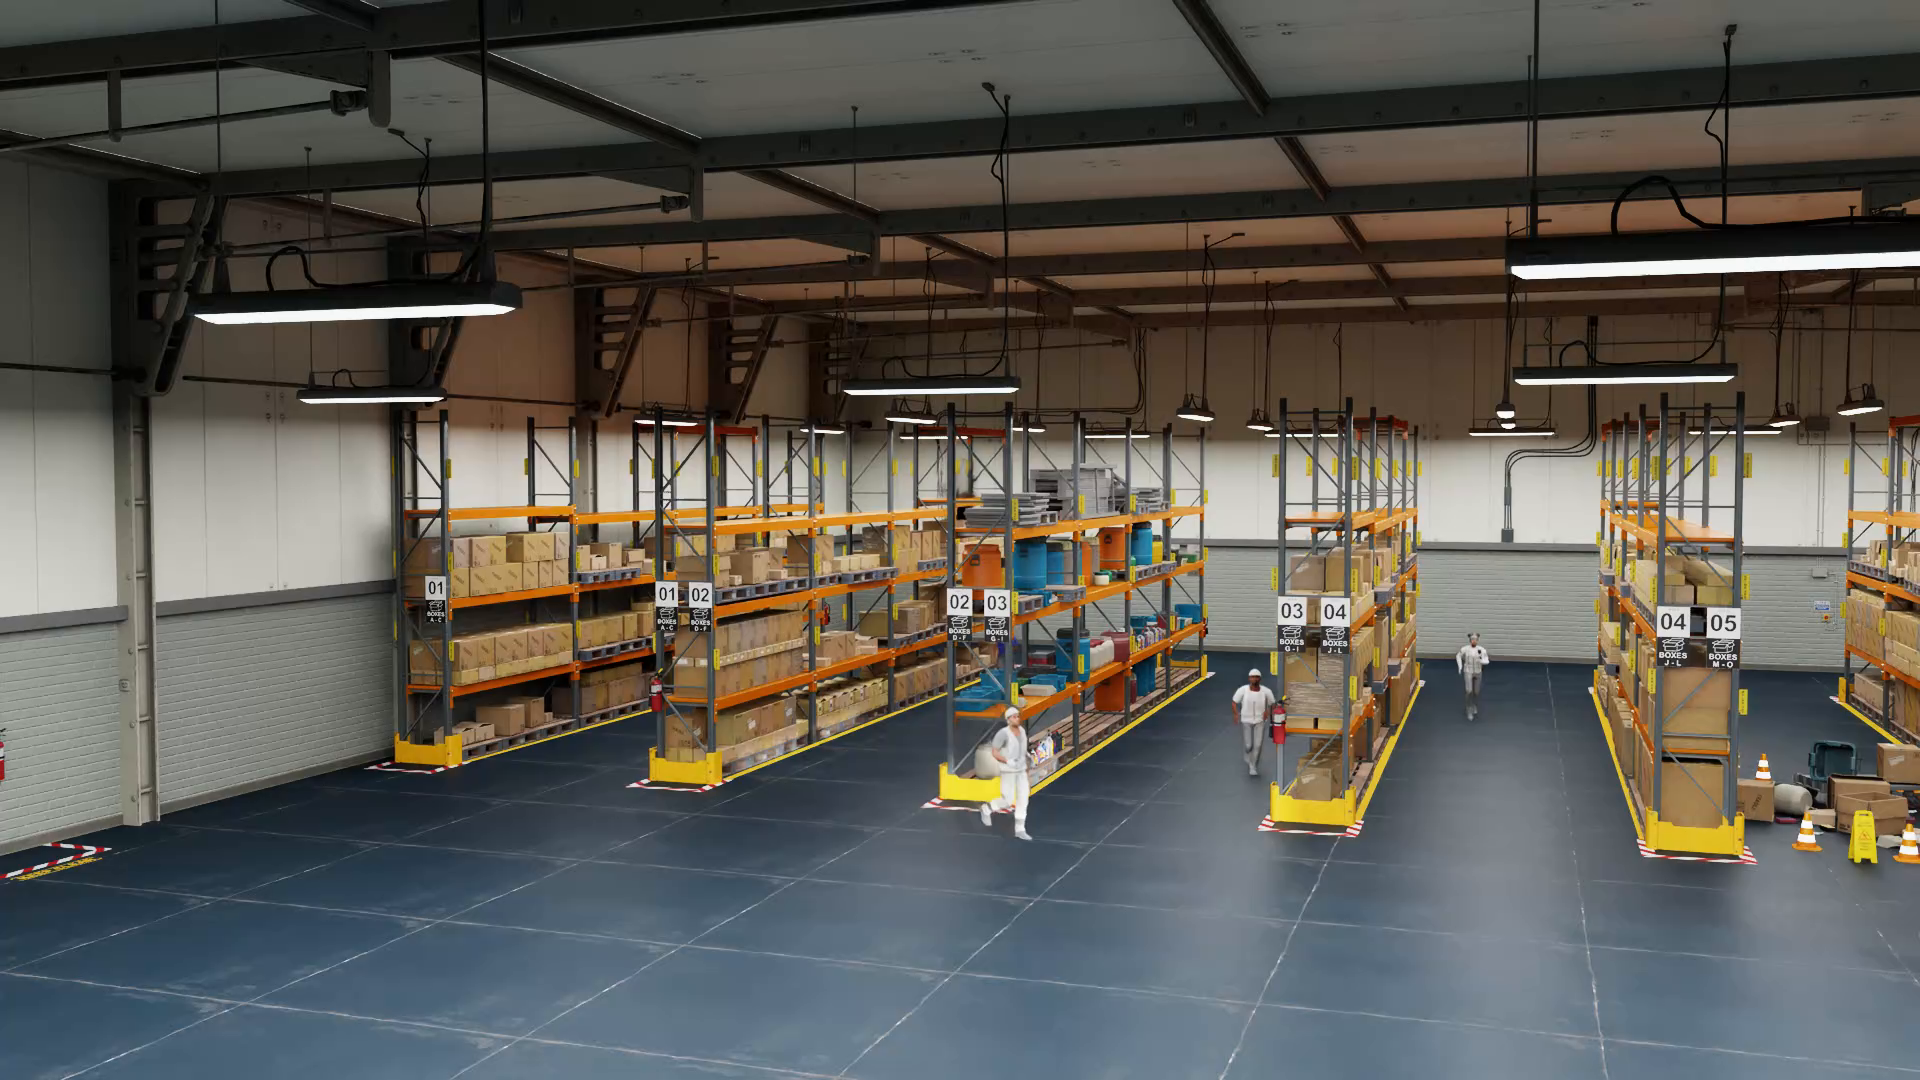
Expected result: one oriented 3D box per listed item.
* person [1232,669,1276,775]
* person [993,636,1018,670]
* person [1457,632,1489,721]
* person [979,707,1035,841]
[{"bbox_3d":[4.819,2.973,27.265,0.718,1.722,0.618,0,2,6],"label":"person"},{"bbox_3d":[0.976,2.627,35.871,0.563,1.669,0.867,0,2,10],"label":"person"},{"bbox_3d":[10.301,2.715,33.393,0.587,1.741,0.801,0,2,9],"label":"person"},{"bbox_3d":[0.682,3.155,22.644,0.664,1.780,0.873,-2,3,-40],"label":"person"}]
